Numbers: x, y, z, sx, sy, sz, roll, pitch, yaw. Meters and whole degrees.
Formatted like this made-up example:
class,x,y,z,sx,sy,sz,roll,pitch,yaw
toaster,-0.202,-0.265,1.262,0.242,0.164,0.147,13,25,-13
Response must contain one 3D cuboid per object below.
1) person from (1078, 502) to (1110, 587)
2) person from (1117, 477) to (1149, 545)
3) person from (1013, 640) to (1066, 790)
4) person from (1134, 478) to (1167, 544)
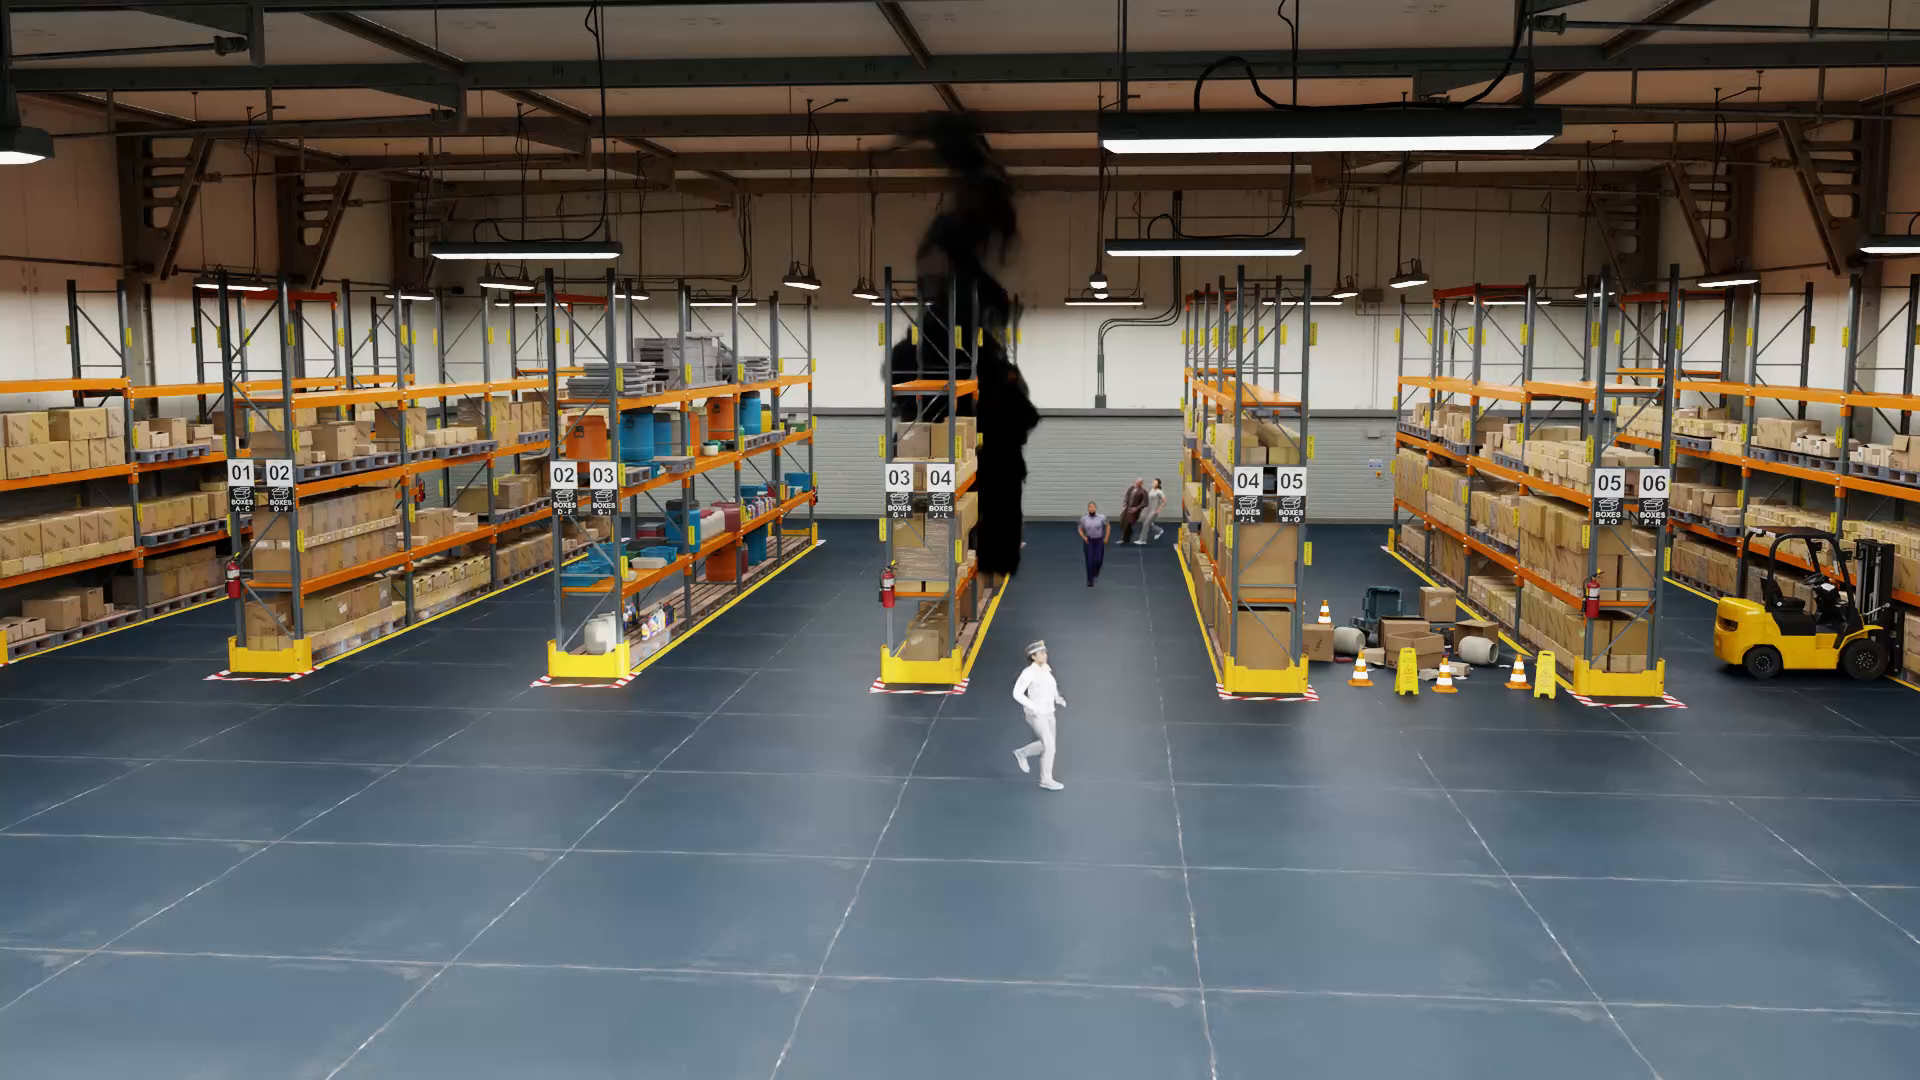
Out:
class,x,y,z,sx,sy,sz,roll,pitch,yaw
person,2.547,0.078,31.683,0.620,1.620,0.620,1,7,5
person,4.175,-0.701,40.129,0.896,1.663,0.626,7,10,43
person,0.857,1.930,18.586,0.717,1.654,0.622,5,9,38
person,4.705,-0.697,40.276,0.841,1.617,0.622,-4,8,-29
